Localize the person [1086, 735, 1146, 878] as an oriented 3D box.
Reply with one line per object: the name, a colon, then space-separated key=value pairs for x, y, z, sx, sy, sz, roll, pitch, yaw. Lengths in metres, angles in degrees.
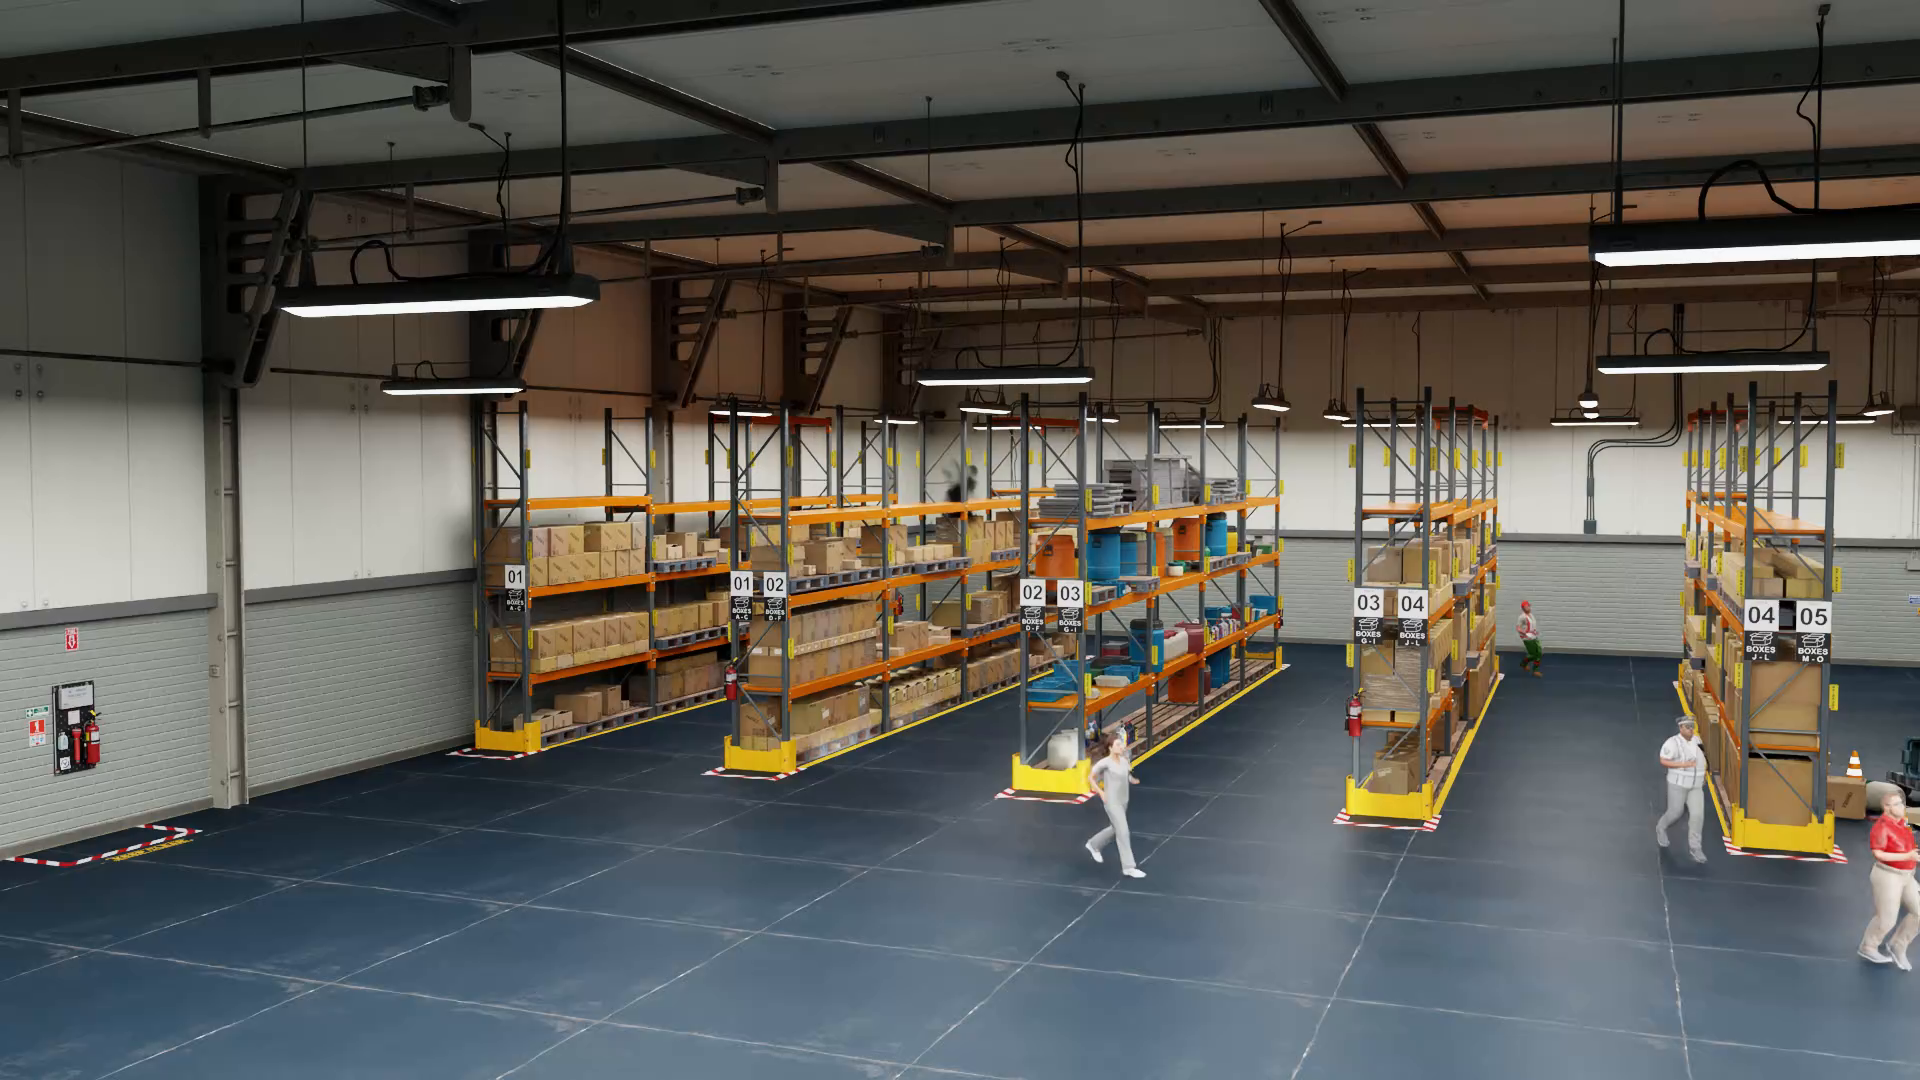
person: x=1.861 y=3.170 z=20.032 sx=0.968 sy=1.648 sz=0.567 roll=3 pitch=4 yaw=43

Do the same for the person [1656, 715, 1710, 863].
person: x=9.127 y=3.082 z=20.979 sx=0.695 sy=1.796 sz=0.912 roll=0 pitch=3 yaw=-8

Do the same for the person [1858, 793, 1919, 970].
person: x=9.187 y=3.364 z=16.284 sx=0.642 sy=1.765 sz=0.689 roll=-2 pitch=3 yaw=-30

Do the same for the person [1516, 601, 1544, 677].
person: x=13.108 y=2.276 z=38.398 sx=0.683 sy=1.743 sz=0.641 roll=-2 pitch=3 yaw=-33
